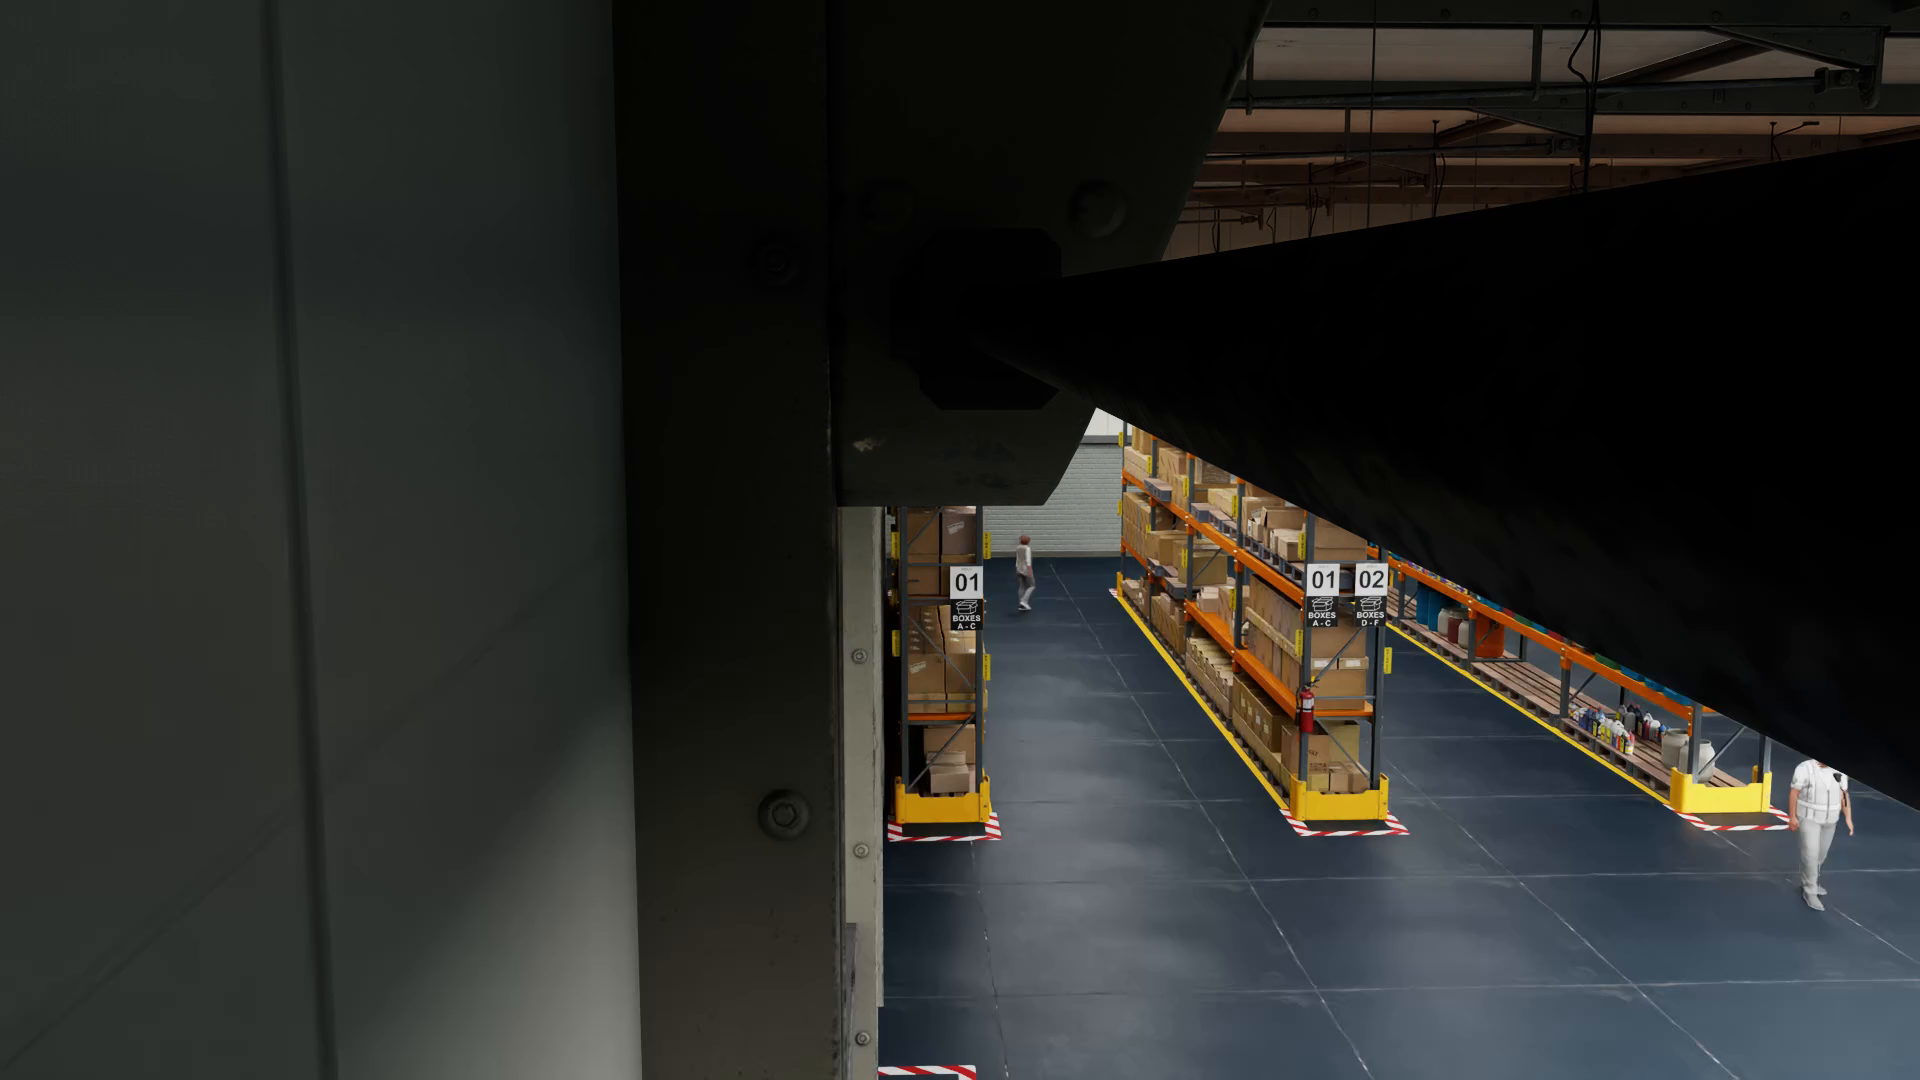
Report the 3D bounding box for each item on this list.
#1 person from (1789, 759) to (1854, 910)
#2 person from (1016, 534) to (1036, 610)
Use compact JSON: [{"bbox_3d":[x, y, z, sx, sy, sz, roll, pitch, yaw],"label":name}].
[{"bbox_3d":[9.186,3.000,17.758,0.583,1.779,0.656,0,8,-3],"label":"person"},{"bbox_3d":[1.330,0.677,34.659,0.420,1.598,0.470,-7,11,-40],"label":"person"}]
